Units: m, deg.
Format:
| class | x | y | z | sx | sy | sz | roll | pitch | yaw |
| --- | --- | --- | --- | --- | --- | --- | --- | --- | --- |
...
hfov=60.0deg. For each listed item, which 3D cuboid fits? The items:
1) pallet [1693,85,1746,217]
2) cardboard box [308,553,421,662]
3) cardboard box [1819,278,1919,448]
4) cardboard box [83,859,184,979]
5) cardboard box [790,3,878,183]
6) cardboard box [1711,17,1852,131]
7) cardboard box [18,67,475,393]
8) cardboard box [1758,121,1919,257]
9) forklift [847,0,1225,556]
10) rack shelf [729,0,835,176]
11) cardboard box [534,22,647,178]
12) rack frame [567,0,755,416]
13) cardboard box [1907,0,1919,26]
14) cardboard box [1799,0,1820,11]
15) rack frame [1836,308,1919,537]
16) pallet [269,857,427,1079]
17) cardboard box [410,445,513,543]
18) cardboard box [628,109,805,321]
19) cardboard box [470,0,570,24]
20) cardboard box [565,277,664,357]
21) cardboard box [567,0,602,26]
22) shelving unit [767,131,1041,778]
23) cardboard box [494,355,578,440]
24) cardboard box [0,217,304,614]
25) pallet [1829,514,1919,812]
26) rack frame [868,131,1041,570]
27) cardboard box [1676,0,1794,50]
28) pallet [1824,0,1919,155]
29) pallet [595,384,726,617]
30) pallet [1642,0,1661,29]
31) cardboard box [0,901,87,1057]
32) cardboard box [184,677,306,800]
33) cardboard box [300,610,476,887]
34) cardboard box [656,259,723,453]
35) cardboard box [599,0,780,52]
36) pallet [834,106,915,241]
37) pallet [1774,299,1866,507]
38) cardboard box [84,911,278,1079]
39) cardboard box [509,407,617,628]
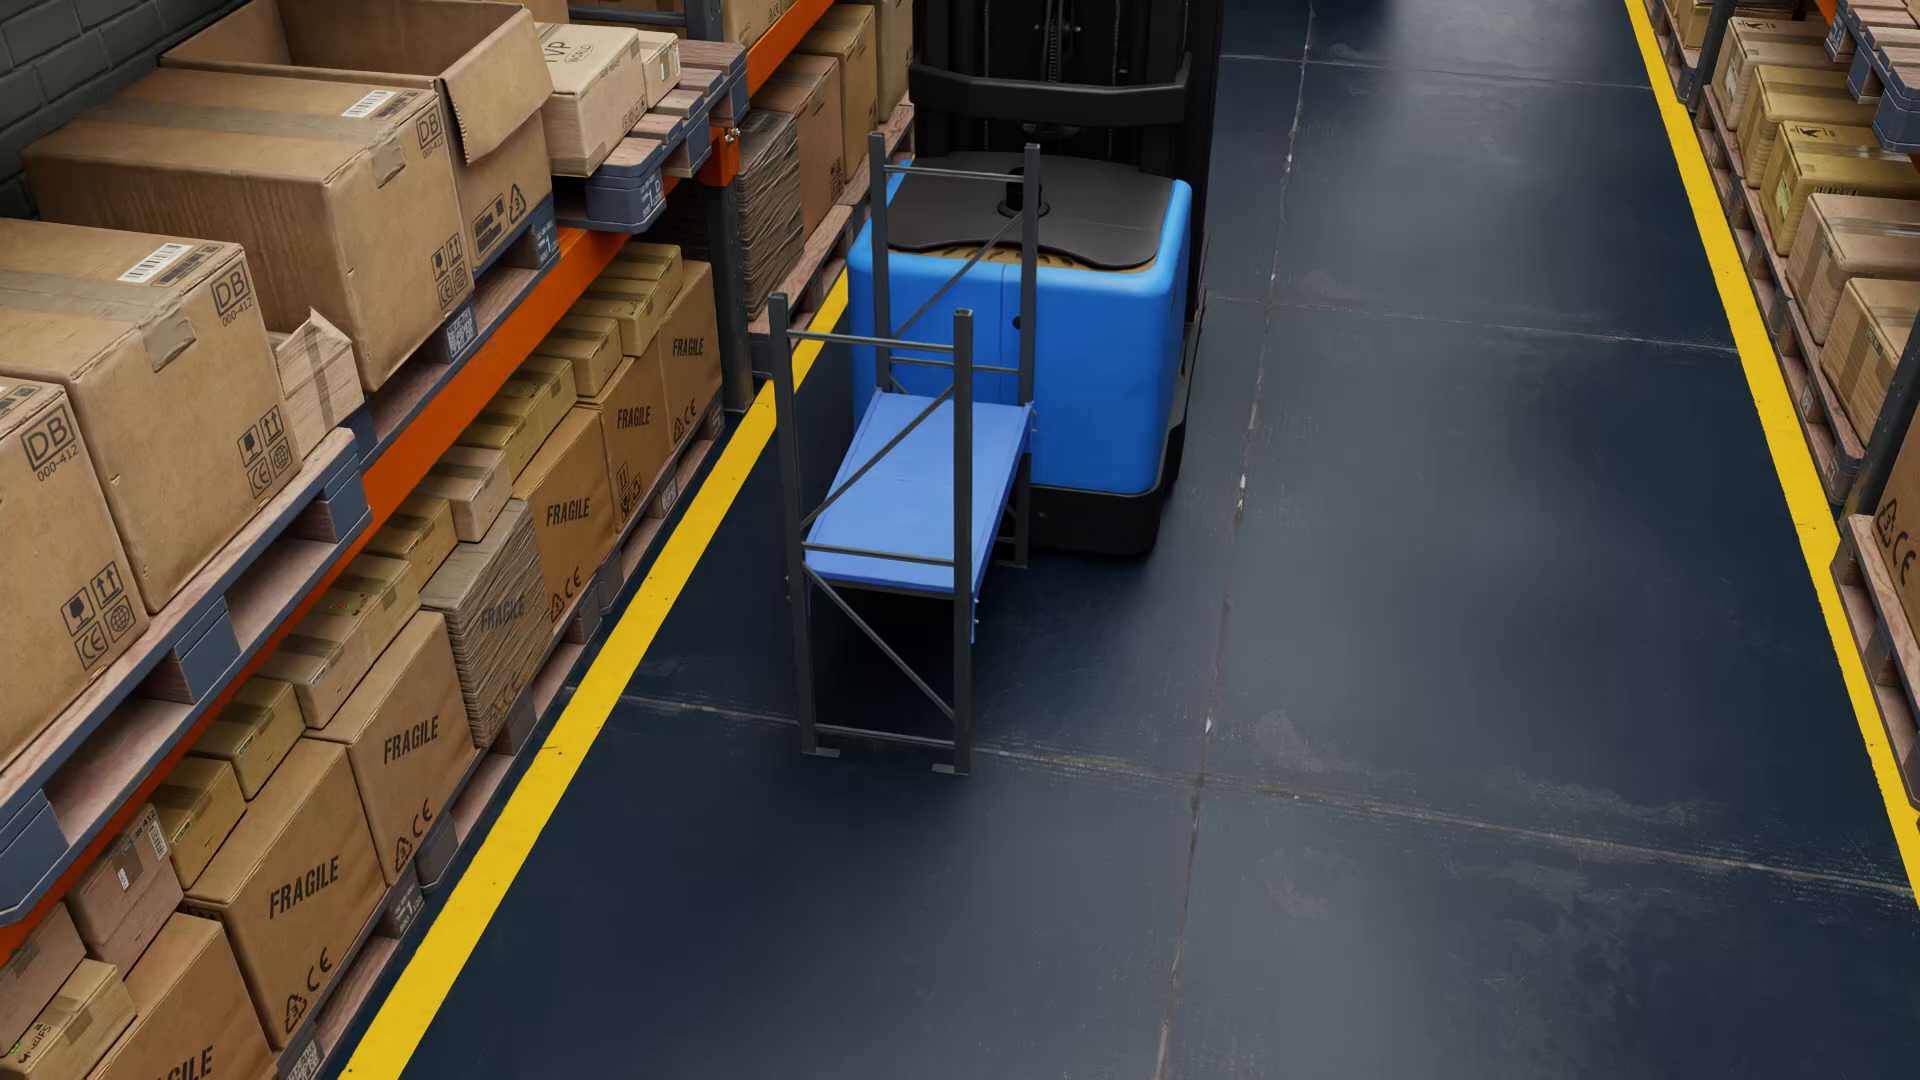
| class | x | y | z | sx | sy | sz | roll | pitch | yaw |
| --- | --- | --- | --- | --- | --- | --- | --- | --- | --- |
| pallet | 4.235 | -1.888 | 8.175 | 1.003 | 0.211 | 1.213 | 7 | 37 | 10 |
| cardboard box | -1.605 | 0.154 | 4.201 | 0.380 | 0.149 | 0.250 | 9 | 37 | 12 |
| cardboard box | 3.676 | -0.599 | 5.902 | 0.950 | 0.372 | 0.625 | 5 | 36 | 7 |
| cardboard box | -1.839 | 0.742 | 3.390 | 0.380 | 0.149 | 0.250 | 6 | 36 | 9 |
| cardboard box | -0.882 | -2.116 | 7.779 | 0.875 | 0.625 | 0.625 | 6 | 36 | 8 |
| cardboard box | 4.290 | -2.268 | 8.205 | 0.950 | 0.372 | 0.625 | 8 | 37 | 11 |
| cardboard box | -1.559 | -0.704 | 3.722 | 0.700 | 0.500 | 0.500 | 7 | 37 | 10 |
| cardboard box | 3.993 | -1.457 | 7.085 | 0.950 | 0.372 | 0.625 | 8 | 37 | 12 |
| forklift | 0.422 | -1.996 | 6.007 | 1.130 | 2.935 | 3.031 | 7 | 36 | 9 |
| rack shelf | -0.877 | -2.645 | 7.457 | 1.077 | 0.370 | 4.000 | 7 | 37 | 10 |
| cardboard box | -1.214 | -1.254 | 4.694 | 0.500 | 0.250 | 0.500 | 6 | 36 | 8 |
| rack frame | -1.305 | -1.790 | 5.664 | 1.000 | 3.000 | 0.127 | 7 | 37 | 10 |
| cardboard box | 3.382 | -1.769 | 5.491 | 0.380 | 0.149 | 0.250 | 7 | 37 | 10 |
| cardboard box | 4.790 | -3.128 | 8.856 | 0.500 | 0.500 | 0.500 | 9 | 37 | 12 |
| rack frame | 3.545 | -1.170 | 4.808 | 1.000 | 3.000 | 0.127 | 7 | 37 | 10 |
| pallet | -2.022 | 1.161 | 3.968 | 1.003 | 0.211 | 1.213 | 7 | 37 | 10 |
| cardboard box | -1.473 | -0.139 | 4.605 | 0.380 | 0.149 | 0.250 | 6 | 36 | 8 |
| cardboard box | -1.158 | -1.355 | 6.729 | 0.875 | 0.625 | 0.625 | 8 | 37 | 11 |
| cardboard box | -1.567 | -1.725 | 5.131 | 0.500 | 0.500 | 0.500 | 9 | 37 | 12 |
| cardboard box | -1.191 | -0.735 | 5.428 | 0.380 | 0.149 | 0.250 | 6 | 36 | 8 |
| cardboard box | -1.458 | -2.019 | 6.108 | 0.500 | 0.250 | 0.500 | 7 | 36 | 9 |
| shelving unit | -0.117 | -0.251 | 4.818 | 0.538 | 1.500 | 1.048 | 7 | 36 | 9 |
| cardboard box | -1.391 | -0.444 | 5.026 | 0.380 | 0.149 | 0.250 | 8 | 37 | 11 |
| cardboard box | -1.726 | -0.254 | 3.101 | 0.700 | 0.500 | 0.500 | 8 | 37 | 10 |
| pallet | 3.303 | 0.402 | 5.016 | 1.003 | 0.211 | 1.213 | 7 | 37 | 10 |
| rack frame | -0.017 | -0.544 | 5.222 | 0.500 | 1.500 | 0.032 | 7 | 36 | 9 |
| cardboard box | 4.263 | -2.893 | 9.170 | 0.500 | 0.250 | 0.500 | 9 | 37 | 12 |
| pallet | 3.594 | -1.514 | 5.447 | 1.213 | 0.211 | 1.003 | 7 | 37 | 10 |
| pallet | -1.501 | -0.238 | 5.898 | 1.003 | 0.211 | 1.213 | 7 | 37 | 10 |
| pallet | 4.767 | -3.425 | 10.296 | 1.003 | 0.211 | 1.213 | 7 | 37 | 10 |
| cardboard box | -1.882 | 0.782 | 3.081 | 0.380 | 0.149 | 0.250 | 7 | 36 | 9 |
| cardboard box | -1.750 | 0.434 | 3.814 | 0.380 | 0.149 | 0.250 | 7 | 36 | 9 |
| cardboard box | -1.621 | 0.504 | 4.271 | 0.500 | 0.500 | 0.500 | 6 | 36 | 9 |
| cardboard box | -1.185 | -0.679 | 5.903 | 0.500 | 0.500 | 0.500 | 8 | 37 | 11 |
| cardboard box | -0.971 | -1.953 | 6.017 | 0.500 | 0.250 | 0.500 | 7 | 37 | 10 |
| pallet | -0.828 | -1.825 | 8.089 | 1.003 | 0.211 | 1.213 | 7 | 37 | 10 |
| pallet | 3.714 | -0.489 | 6.245 | 1.003 | 0.211 | 1.213 | 7 | 37 | 10 |
| cardboard box | -1.836 | 1.096 | 3.454 | 0.500 | 0.500 | 0.500 | 9 | 37 | 12 |
| cardboard box | -1.411 | -0.093 | 5.094 | 0.500 | 0.500 | 0.500 | 9 | 37 | 12 |
